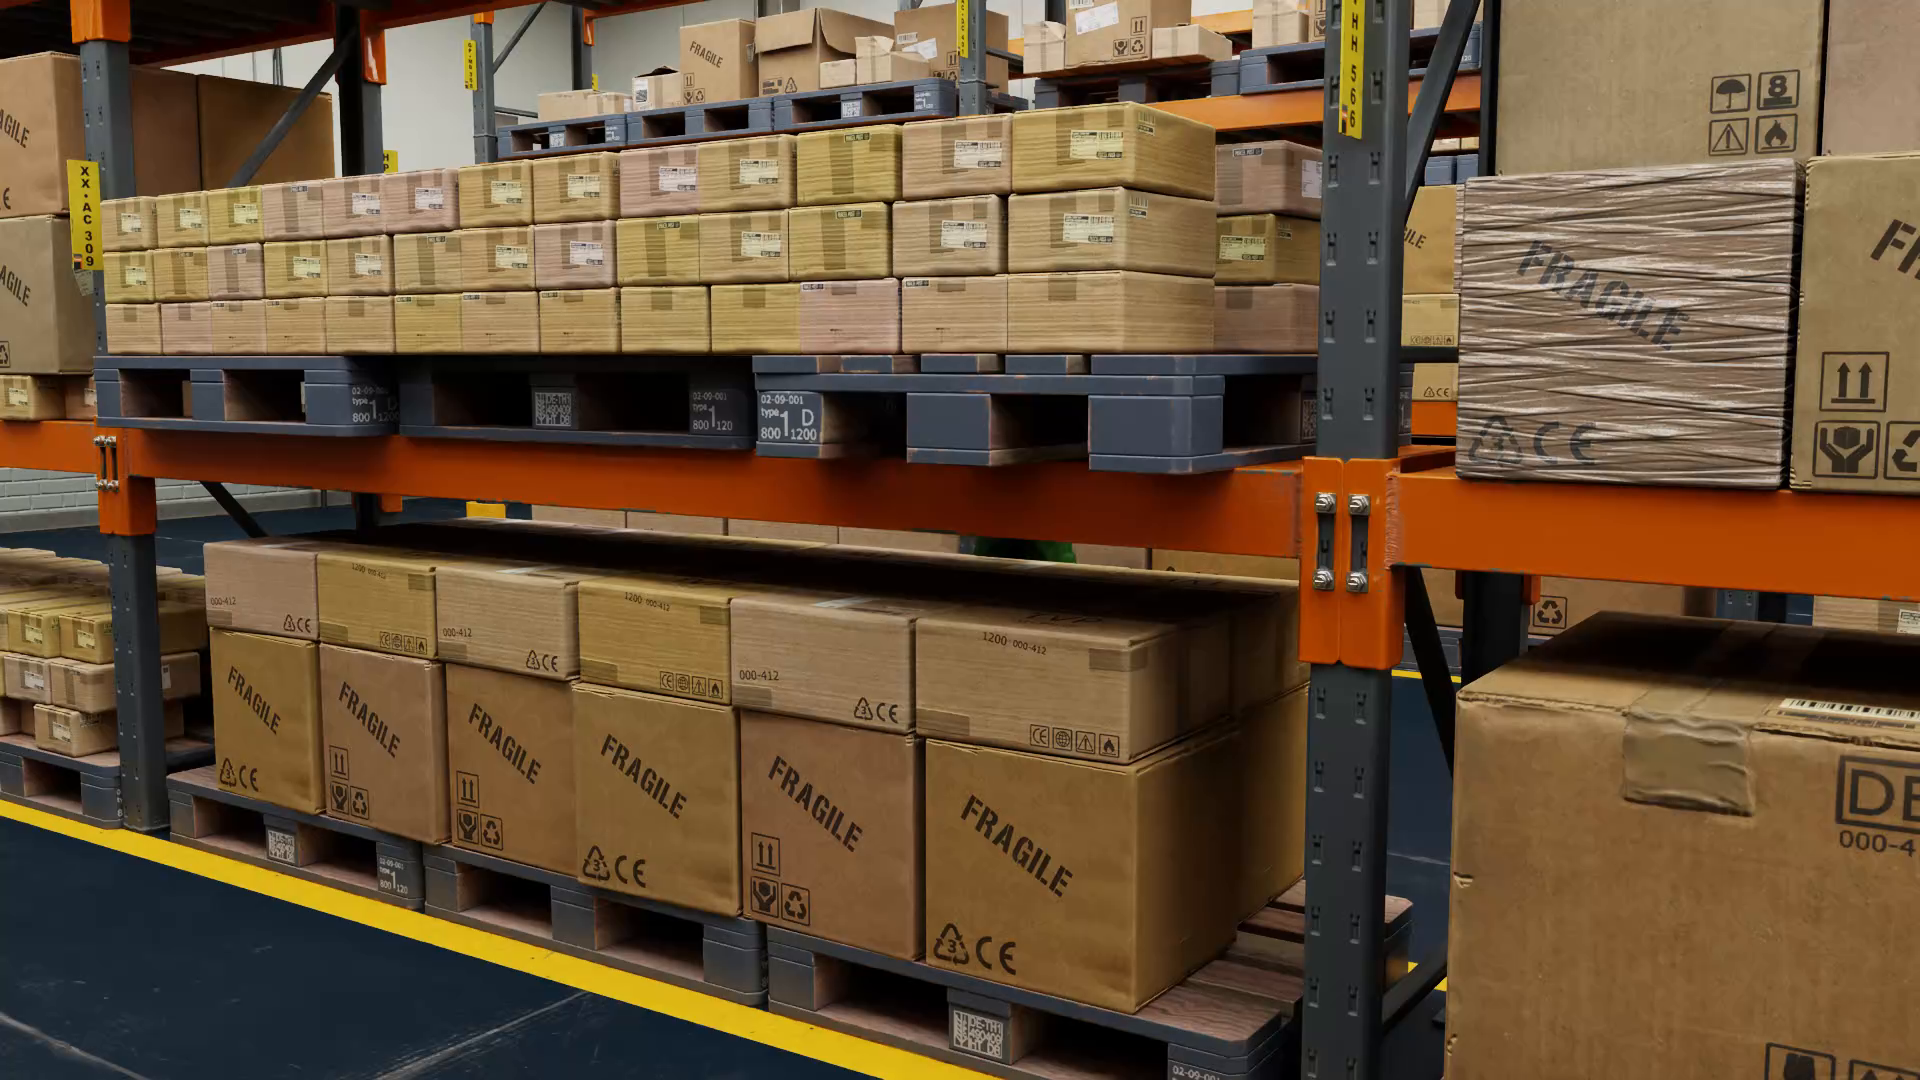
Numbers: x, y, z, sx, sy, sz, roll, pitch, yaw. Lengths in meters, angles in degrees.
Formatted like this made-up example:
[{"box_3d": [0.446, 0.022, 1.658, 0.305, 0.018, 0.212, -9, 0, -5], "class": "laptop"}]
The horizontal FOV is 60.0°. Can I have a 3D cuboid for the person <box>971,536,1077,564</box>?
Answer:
[{"box_3d": [0.211, -0.060, 6.192, 0.493, 1.782, 0.574, 4, 7, 34], "class": "person"}]
